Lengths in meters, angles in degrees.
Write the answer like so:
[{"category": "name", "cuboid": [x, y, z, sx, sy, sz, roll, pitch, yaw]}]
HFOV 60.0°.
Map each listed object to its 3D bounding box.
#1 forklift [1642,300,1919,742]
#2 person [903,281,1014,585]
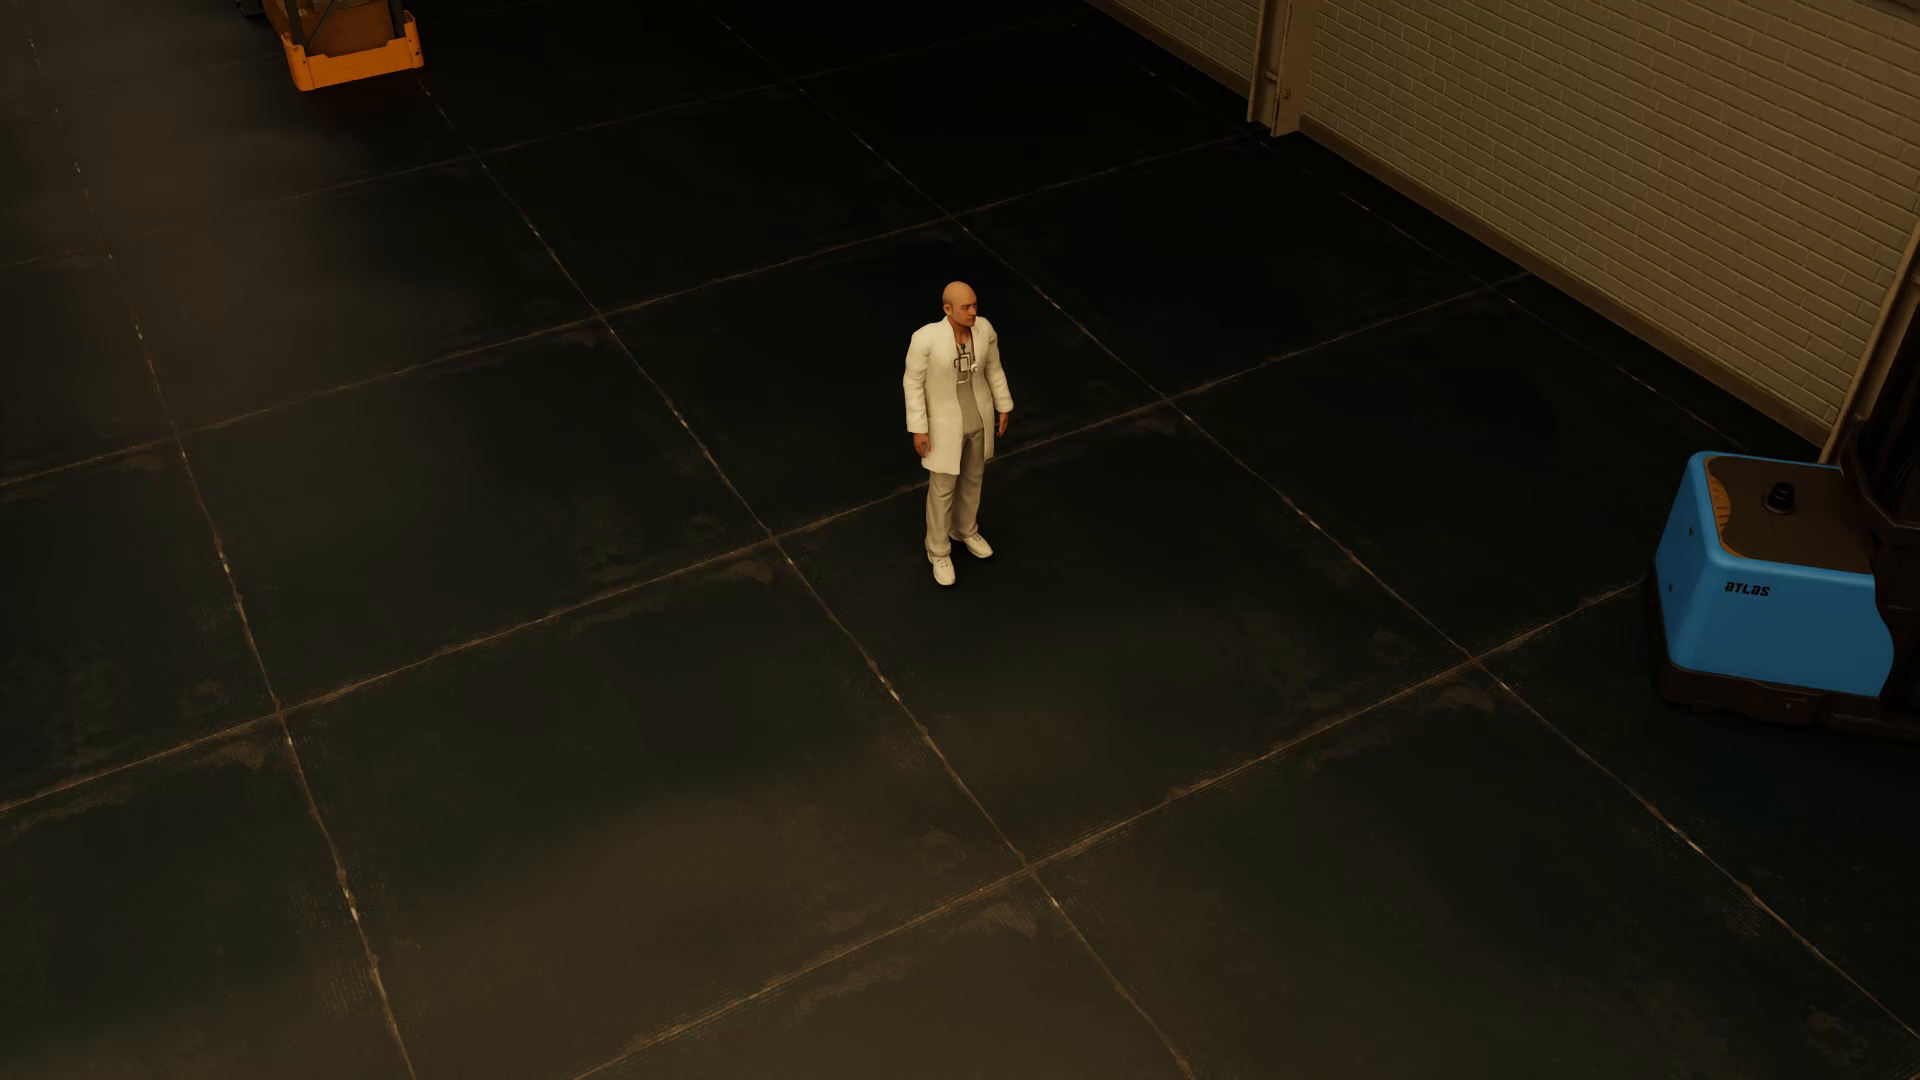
[{"category": "forklift", "cuboid": [5.431, -0.308, 8.407, 3.031, 2.935, 1.130, 8, 40, 10]}, {"category": "person", "cuboid": [0.043, -0.638, 9.697, 0.696, 1.778, 0.578, -20, 44, -23]}]
